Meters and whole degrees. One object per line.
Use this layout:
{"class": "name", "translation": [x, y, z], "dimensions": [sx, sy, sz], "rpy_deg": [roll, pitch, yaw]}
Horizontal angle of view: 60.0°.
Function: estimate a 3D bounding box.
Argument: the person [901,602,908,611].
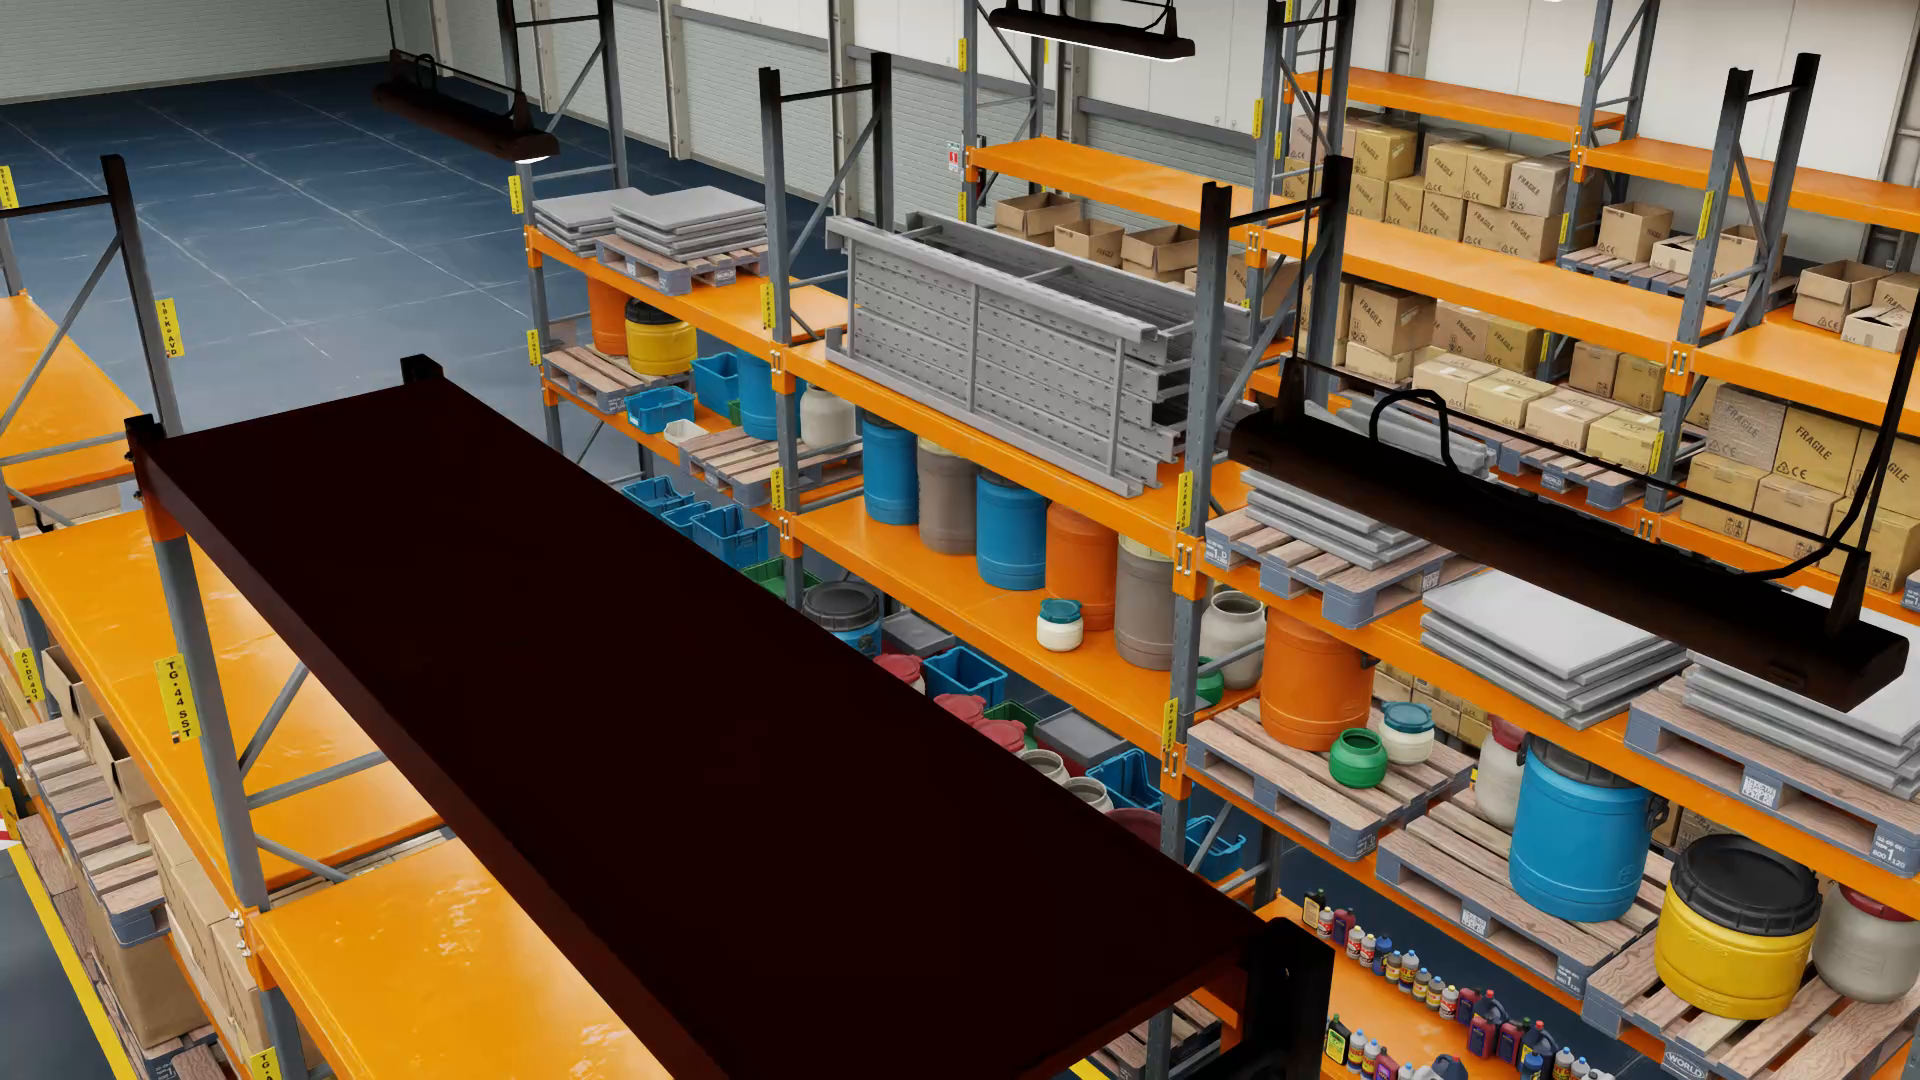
{"class": "person", "translation": [-0.545, 0.058, 16.109], "dimensions": [0.860, 1.766, 0.599], "rpy_deg": [21, 33, 37]}
